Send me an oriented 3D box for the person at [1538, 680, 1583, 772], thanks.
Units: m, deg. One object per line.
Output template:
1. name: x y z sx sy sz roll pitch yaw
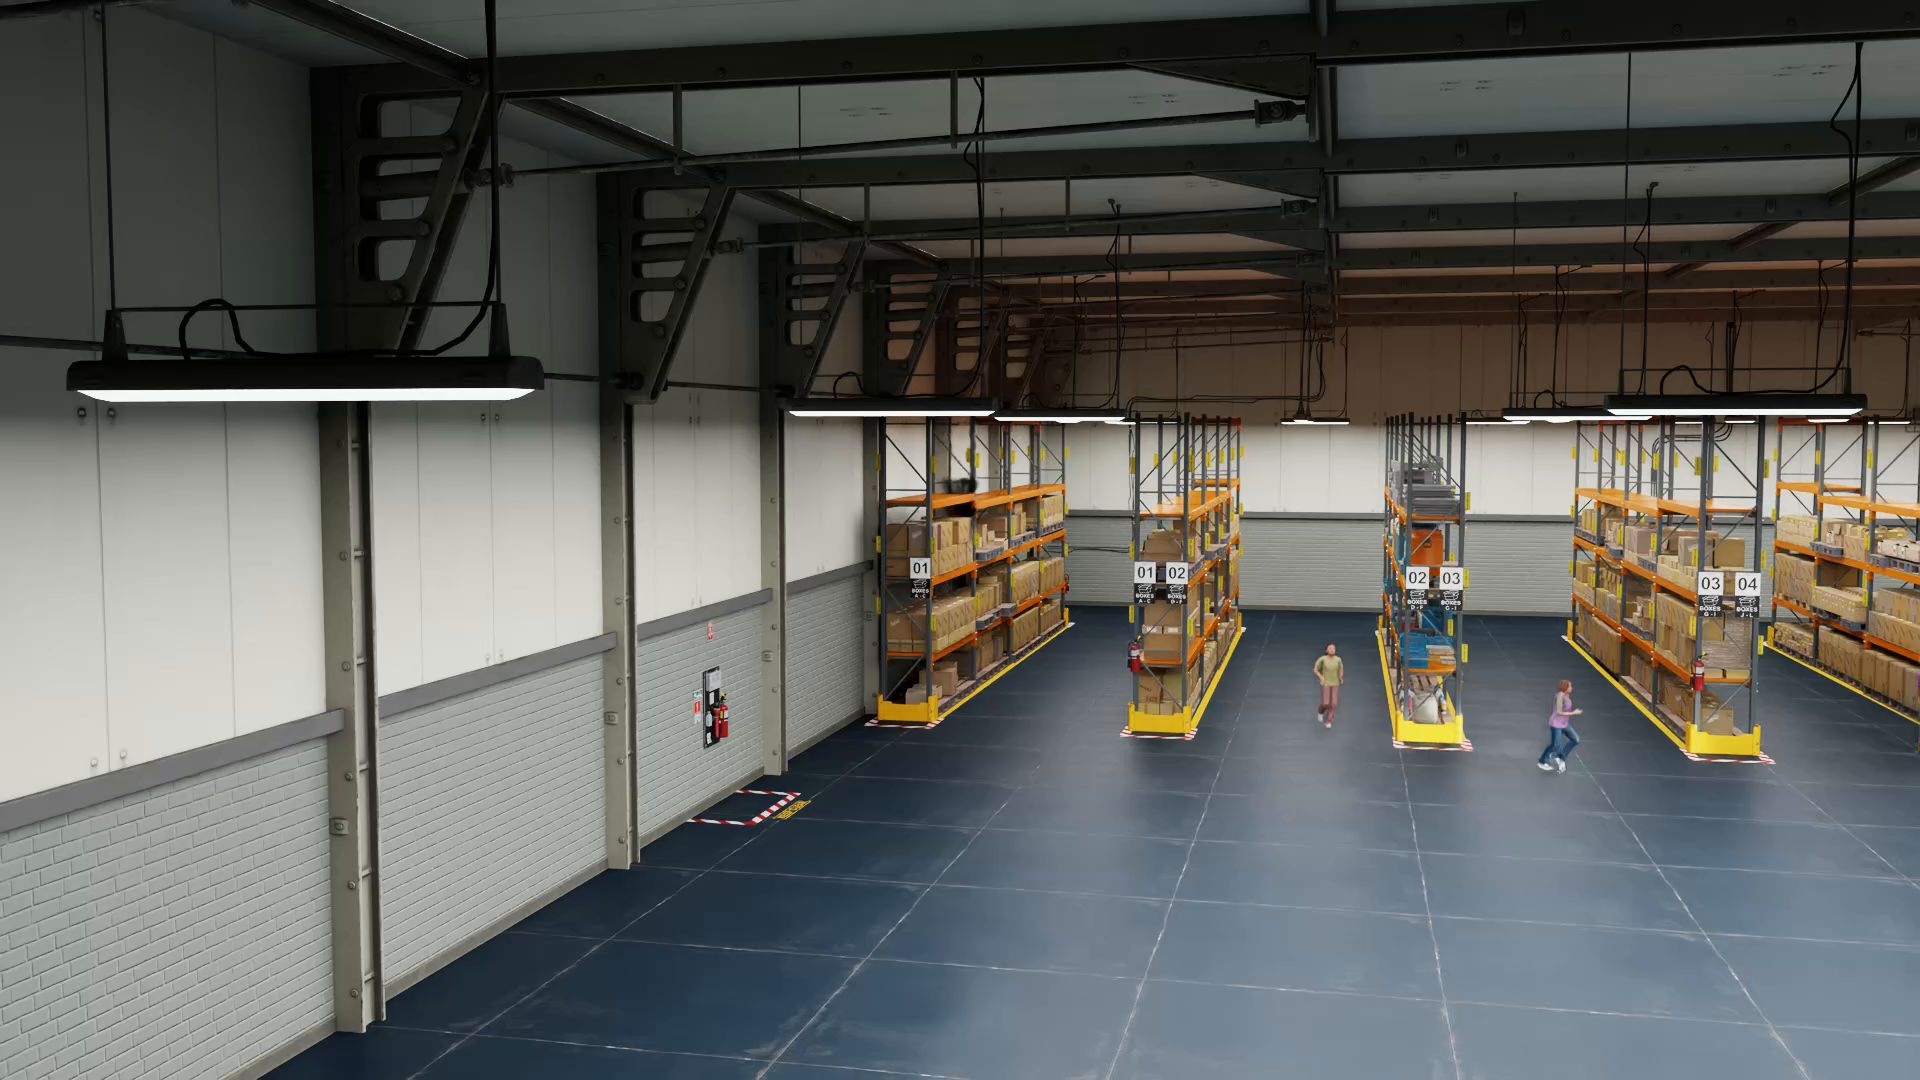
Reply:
1. person: 9.913 3.060 27.439 0.740 1.552 0.566 3 5 40

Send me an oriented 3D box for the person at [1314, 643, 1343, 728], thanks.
1. person: 7.051 2.762 31.740 0.566 1.623 0.542 0 4 -5
